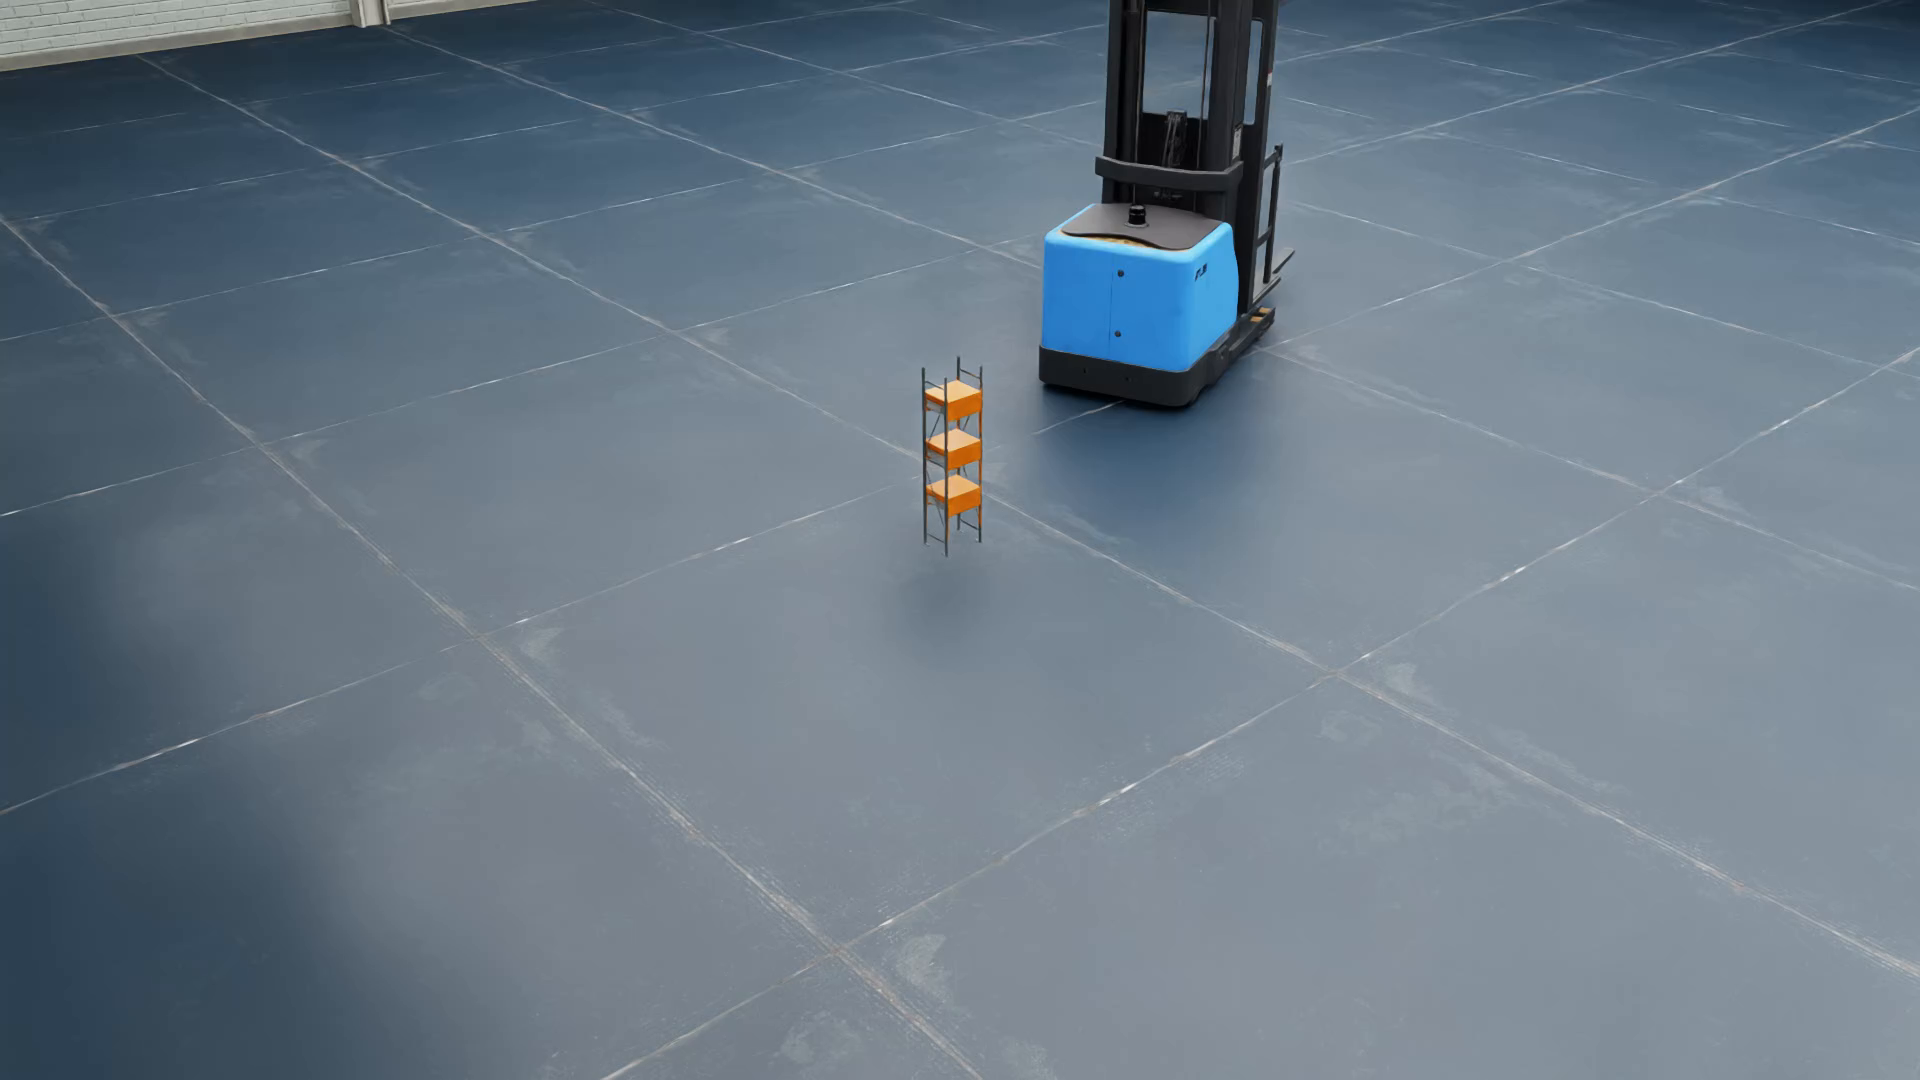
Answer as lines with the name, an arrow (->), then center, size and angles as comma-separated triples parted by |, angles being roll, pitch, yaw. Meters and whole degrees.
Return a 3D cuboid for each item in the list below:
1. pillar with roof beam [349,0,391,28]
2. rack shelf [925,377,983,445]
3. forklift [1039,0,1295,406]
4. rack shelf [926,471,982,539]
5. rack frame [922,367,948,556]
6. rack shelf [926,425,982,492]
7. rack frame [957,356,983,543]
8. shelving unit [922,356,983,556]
pillar with roof beam -> -5.004, -9.263, 17.036 | 0.400, 9.000, 9.100 | -22, 35, -35
rack shelf -> -0.041, -0.688, 8.843 | 0.240, 0.259, 0.215 | -22, 35, -35
forklift -> 1.642, -2.819, 11.415 | 1.130, 2.935, 3.031 | 13, 31, 24
rack shelf -> -0.041, -0.192, 9.108 | 0.240, 0.259, 0.215 | -22, 35, -35
rack frame -> -0.134, -0.409, 8.902 | 0.008, 1.050, 0.200 | -22, 35, -35
rack shelf -> -0.041, -0.437, 8.977 | 0.240, 0.259, 0.215 | -22, 35, -35
rack frame -> 0.052, -0.484, 9.042 | 0.008, 1.050, 0.200 | -22, 35, -35
shelving unit -> -0.041, -0.447, 8.972 | 0.252, 1.050, 0.215 | -22, 35, -35
